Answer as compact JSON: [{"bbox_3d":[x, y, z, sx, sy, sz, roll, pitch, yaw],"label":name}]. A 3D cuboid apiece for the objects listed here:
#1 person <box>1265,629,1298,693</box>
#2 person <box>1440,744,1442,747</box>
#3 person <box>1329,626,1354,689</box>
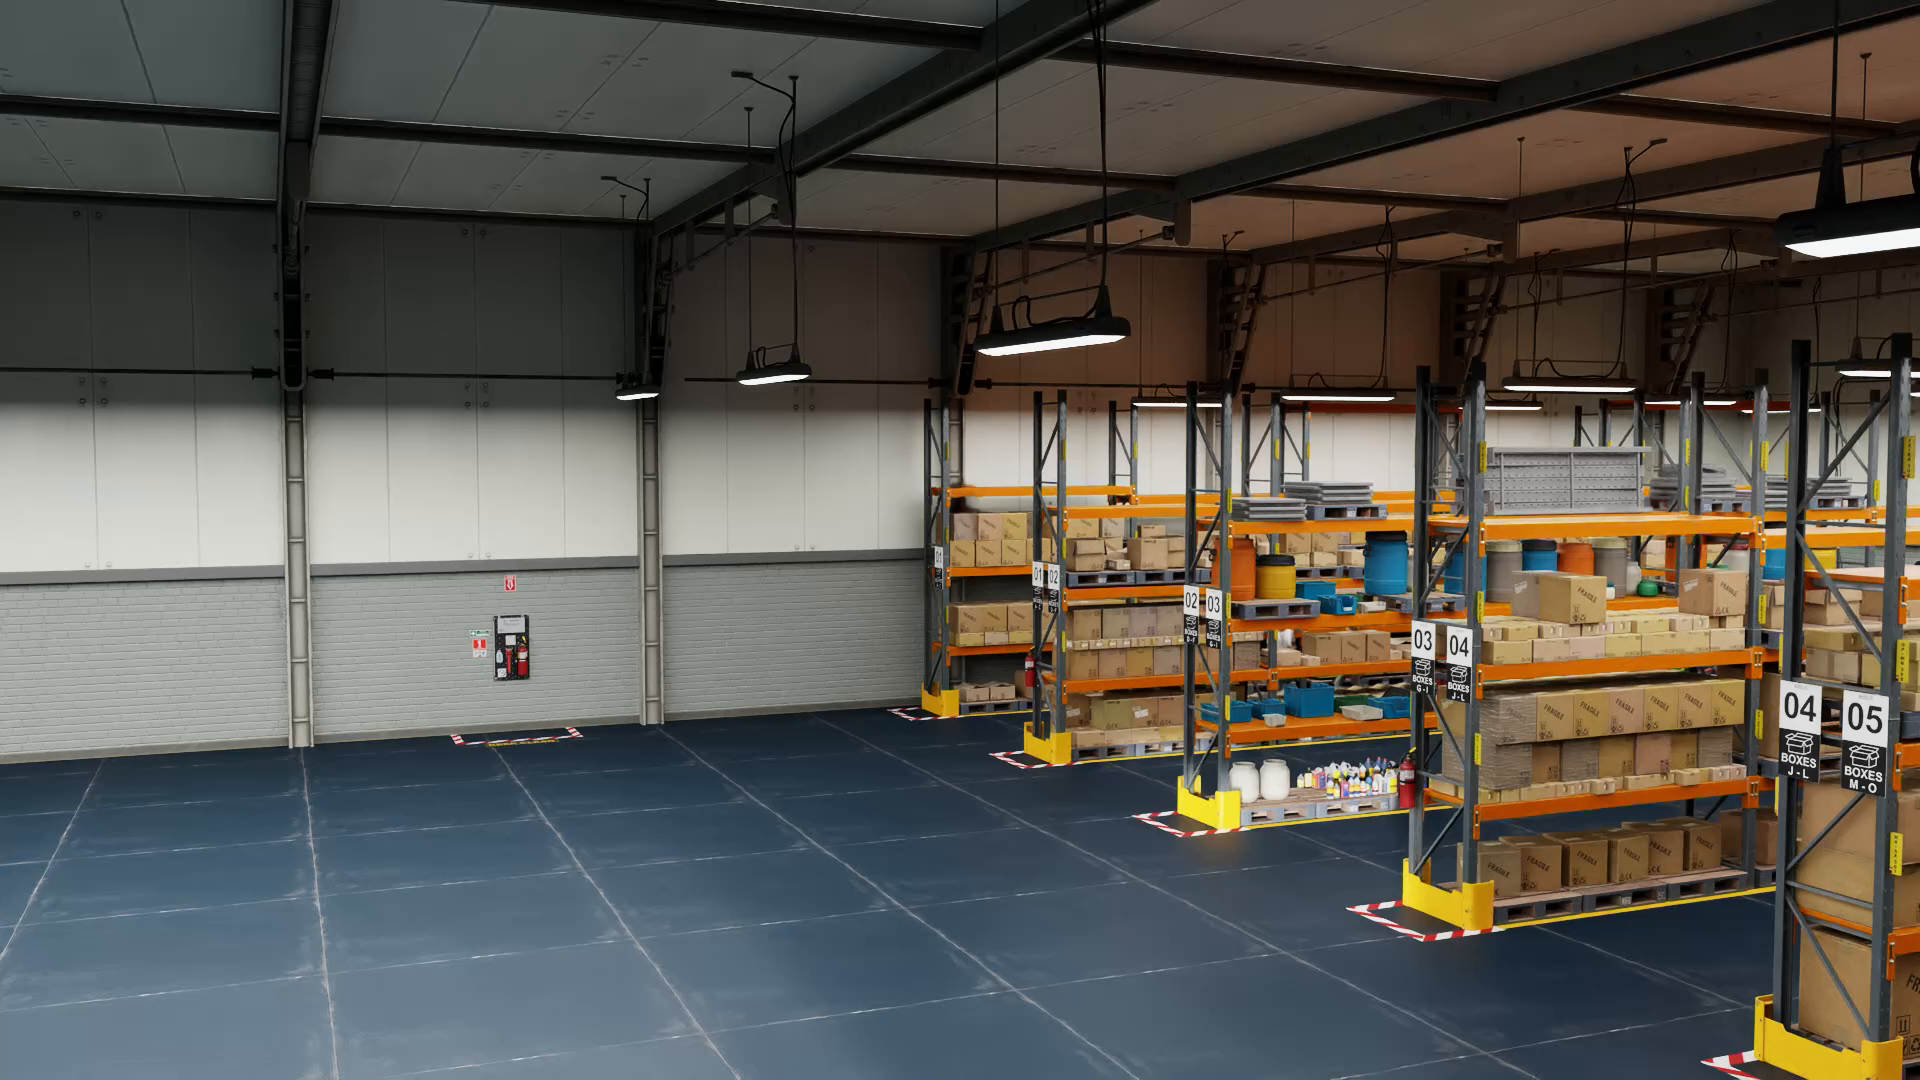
[{"bbox_3d":[6.326,2.356,32.790,0.647,1.781,0.594,0,3,3],"label":"person"},{"bbox_3d":[8.431,2.711,28.081,0.882,1.623,0.558,-2,4,-28],"label":"person"},{"bbox_3d":[7.459,2.476,32.158,0.964,1.615,0.536,-2,4,-25],"label":"person"}]
